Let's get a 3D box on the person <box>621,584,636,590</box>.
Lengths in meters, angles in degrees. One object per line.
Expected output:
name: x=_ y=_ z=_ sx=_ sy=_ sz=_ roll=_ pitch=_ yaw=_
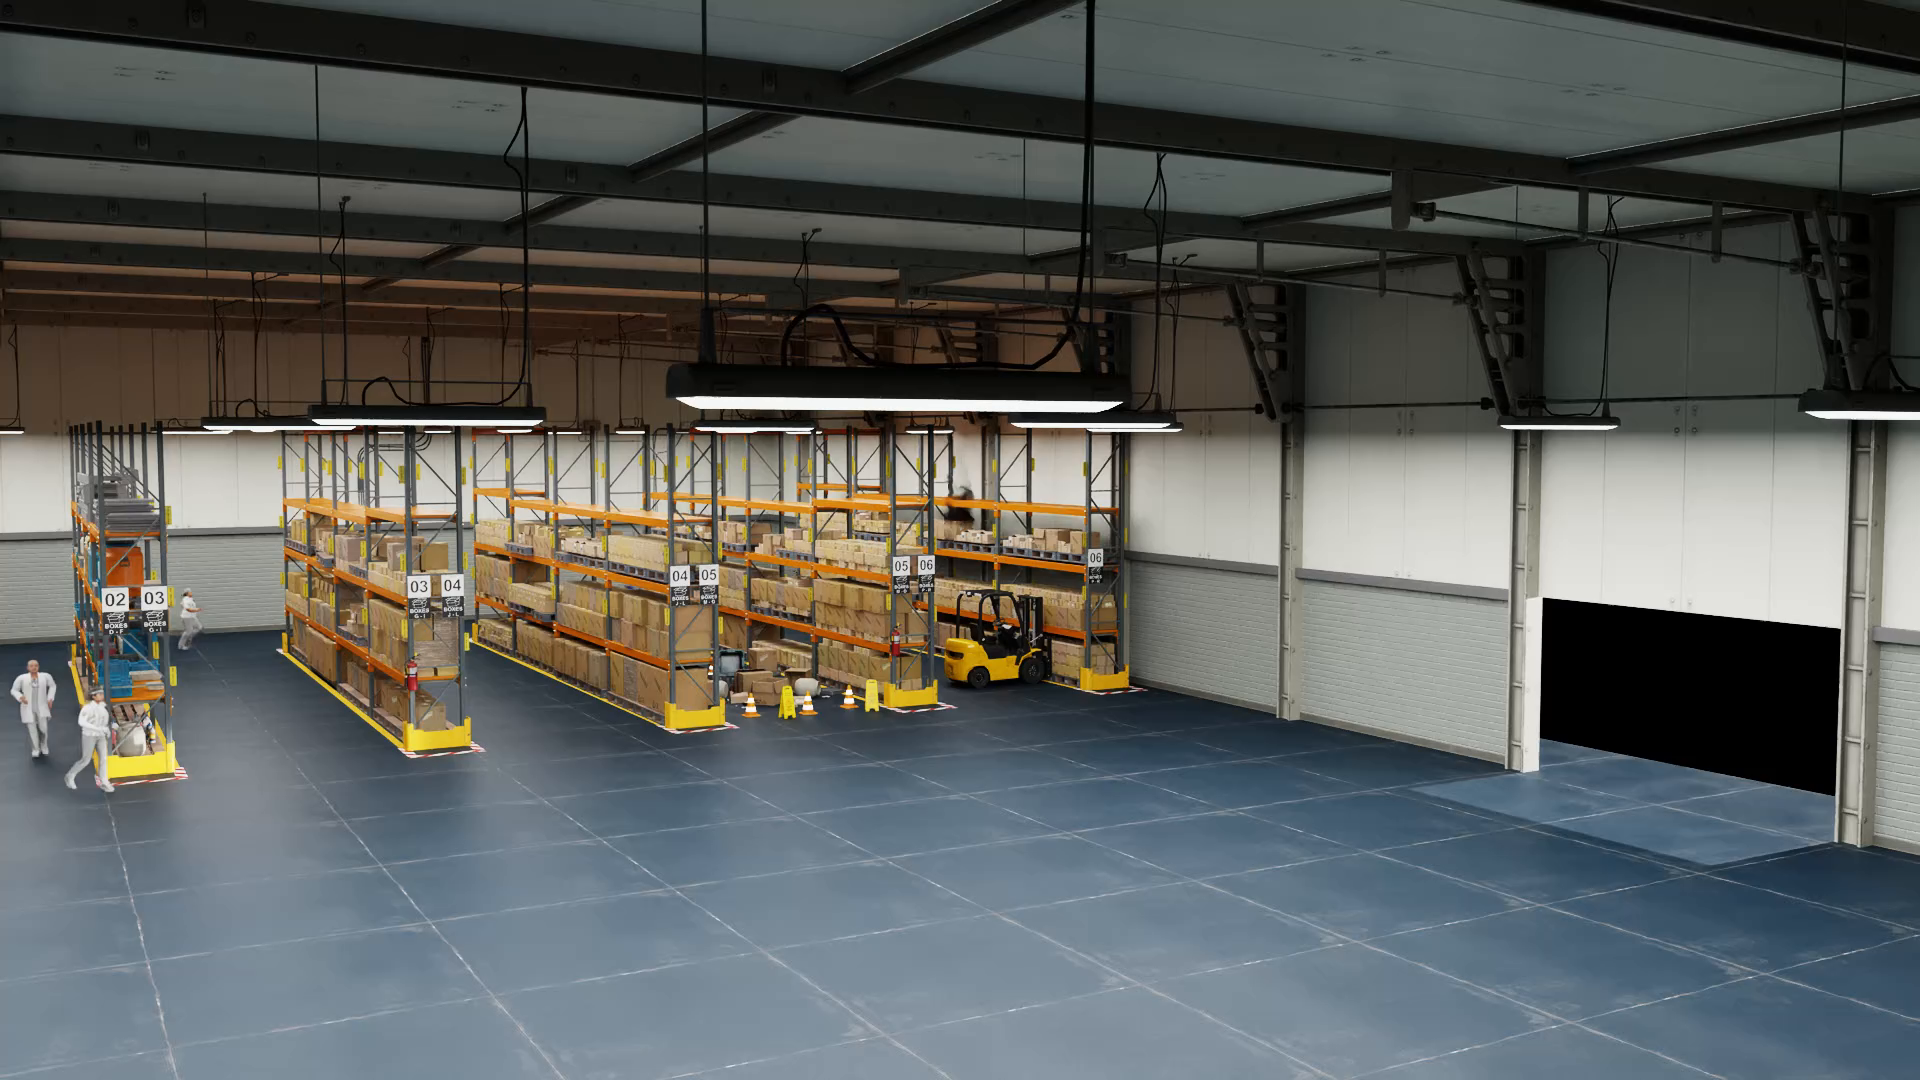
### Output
person: x=-10.028 y=1.735 z=50.857 sx=0.938 sy=1.645 sz=0.575 roll=-3 pitch=5 yaw=-41

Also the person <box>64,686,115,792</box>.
person: x=-14.026 y=3.203 z=26.967 sx=0.855 sy=1.691 sz=0.664 roll=1 pitch=4 yaw=16

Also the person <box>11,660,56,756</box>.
person: x=-16.518 y=3.011 z=29.669 sx=0.709 sy=1.746 sz=0.654 roll=-2 pitch=4 yaw=-30

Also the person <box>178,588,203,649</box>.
person: x=-20.821 y=2.118 z=44.980 sx=0.648 sy=1.644 sz=0.601 roll=-1 pitch=4 yaw=-15
